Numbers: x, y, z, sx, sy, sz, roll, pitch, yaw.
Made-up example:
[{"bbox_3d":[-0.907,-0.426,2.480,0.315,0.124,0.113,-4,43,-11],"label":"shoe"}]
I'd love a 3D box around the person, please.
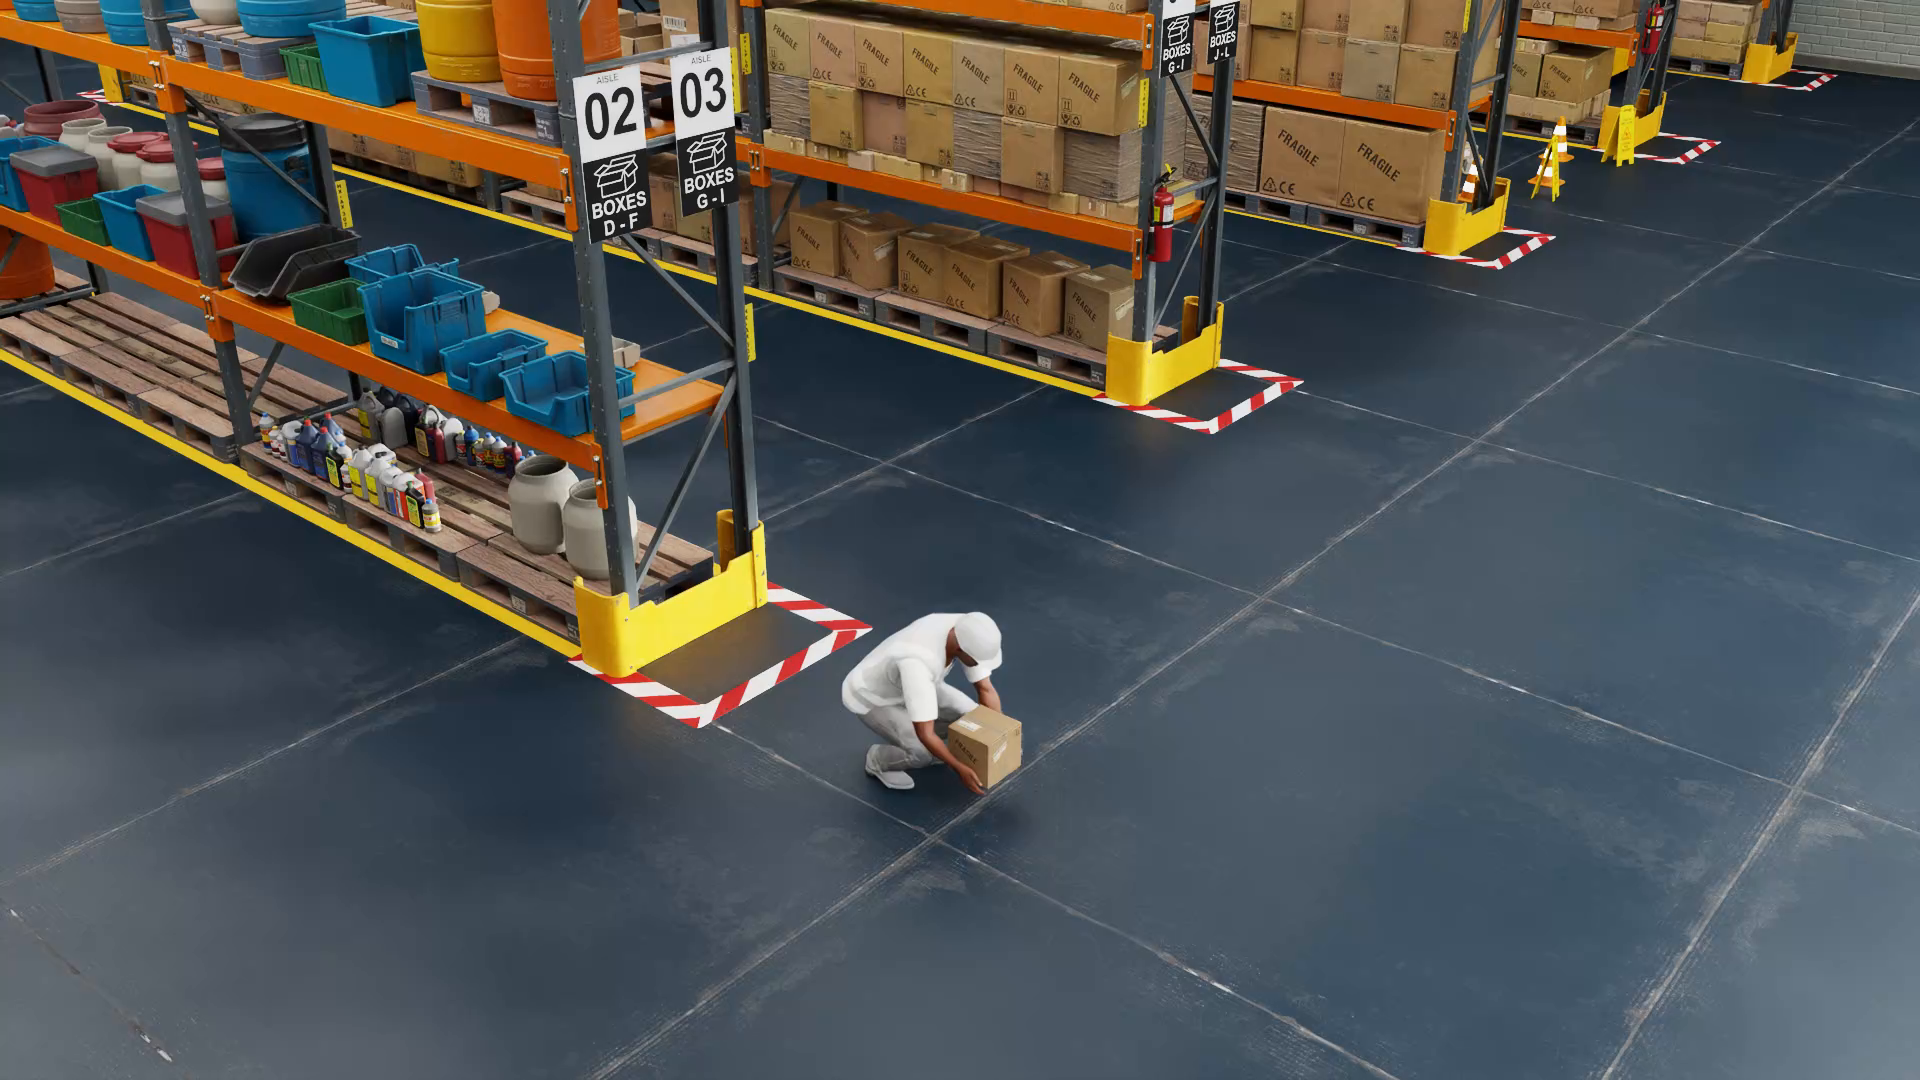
[{"bbox_3d":[-0.135,0.728,8.025,0.887,0.998,0.583,21,34,34],"label":"person"}]
